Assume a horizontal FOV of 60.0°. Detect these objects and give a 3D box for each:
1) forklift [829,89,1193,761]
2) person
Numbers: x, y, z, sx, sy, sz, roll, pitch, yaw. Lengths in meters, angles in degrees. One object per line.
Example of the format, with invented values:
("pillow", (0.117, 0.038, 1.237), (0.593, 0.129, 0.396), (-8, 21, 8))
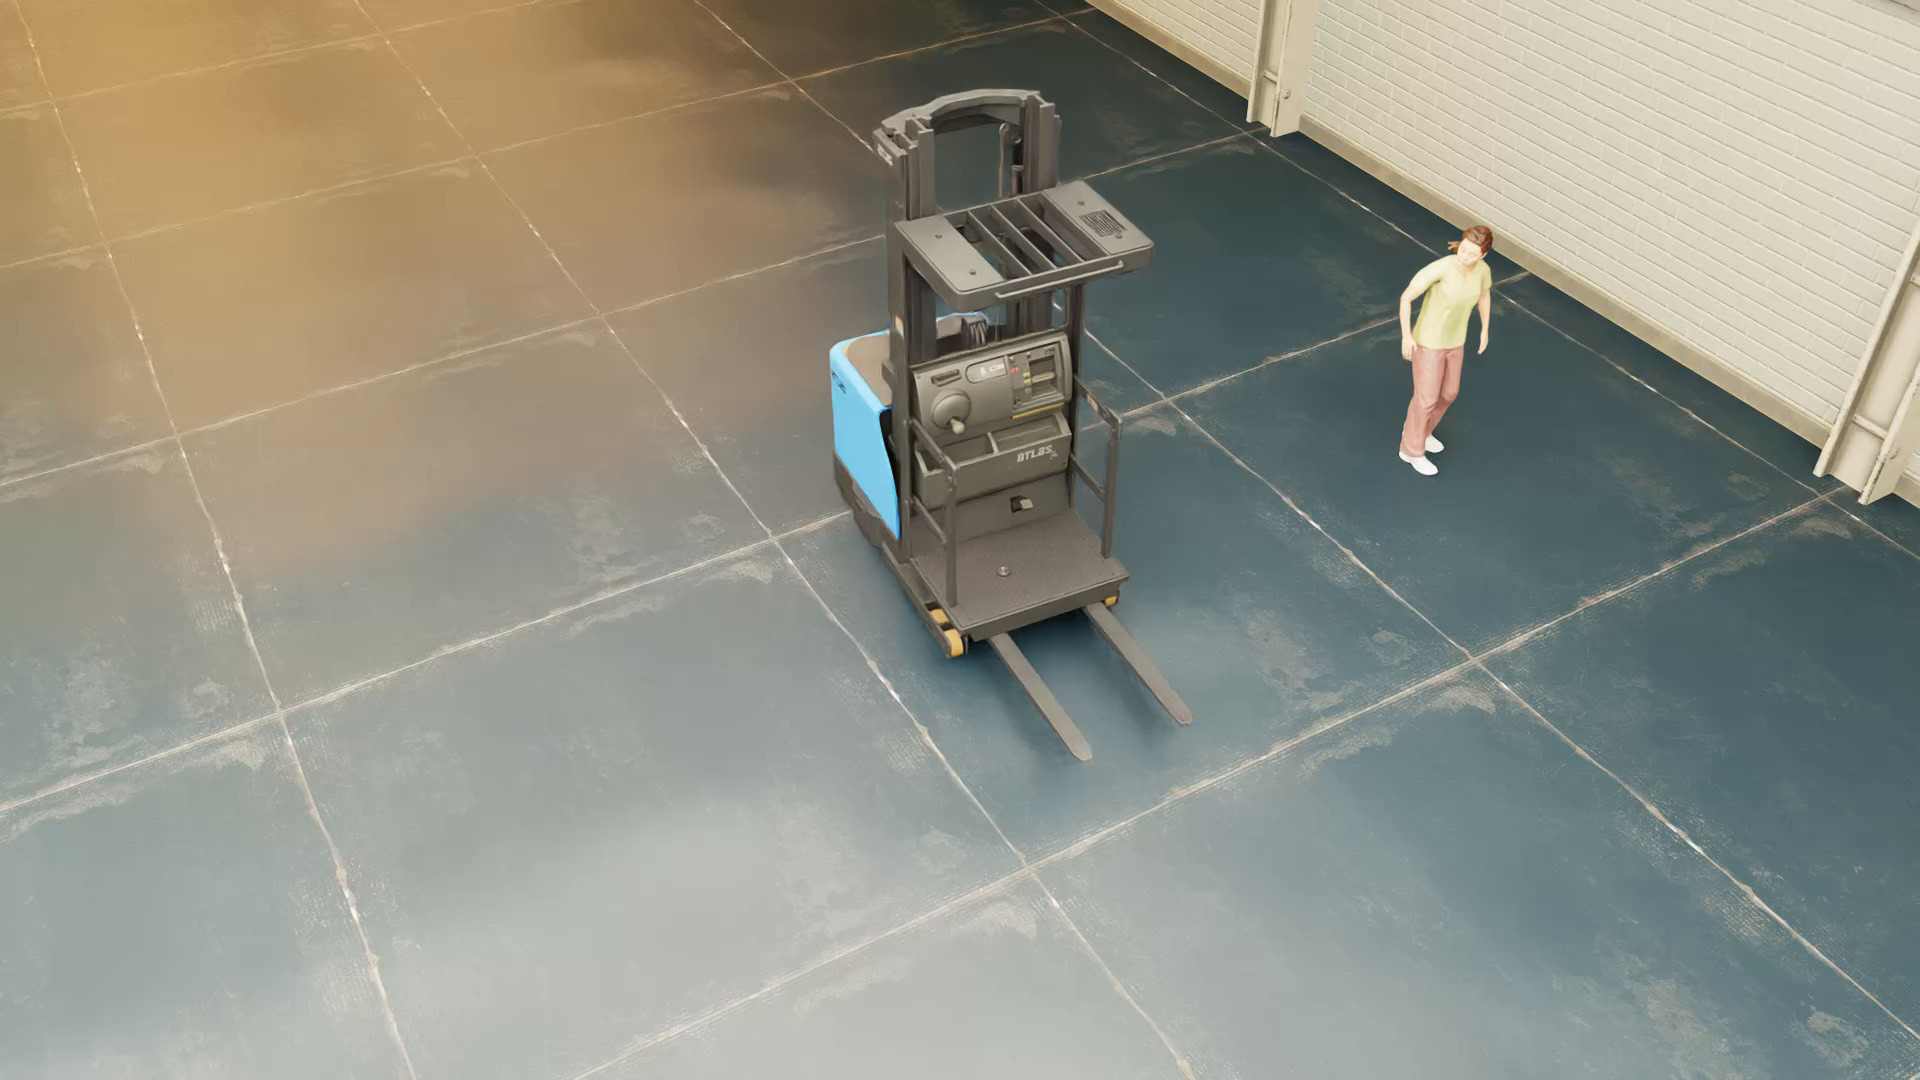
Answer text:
("forklift", (0.283, -0.776, 8.972), (1.130, 2.935, 3.031), (-17, 43, -19))
("person", (3.093, -1.219, 10.508), (0.665, 1.655, 0.494), (-18, 43, -20))
